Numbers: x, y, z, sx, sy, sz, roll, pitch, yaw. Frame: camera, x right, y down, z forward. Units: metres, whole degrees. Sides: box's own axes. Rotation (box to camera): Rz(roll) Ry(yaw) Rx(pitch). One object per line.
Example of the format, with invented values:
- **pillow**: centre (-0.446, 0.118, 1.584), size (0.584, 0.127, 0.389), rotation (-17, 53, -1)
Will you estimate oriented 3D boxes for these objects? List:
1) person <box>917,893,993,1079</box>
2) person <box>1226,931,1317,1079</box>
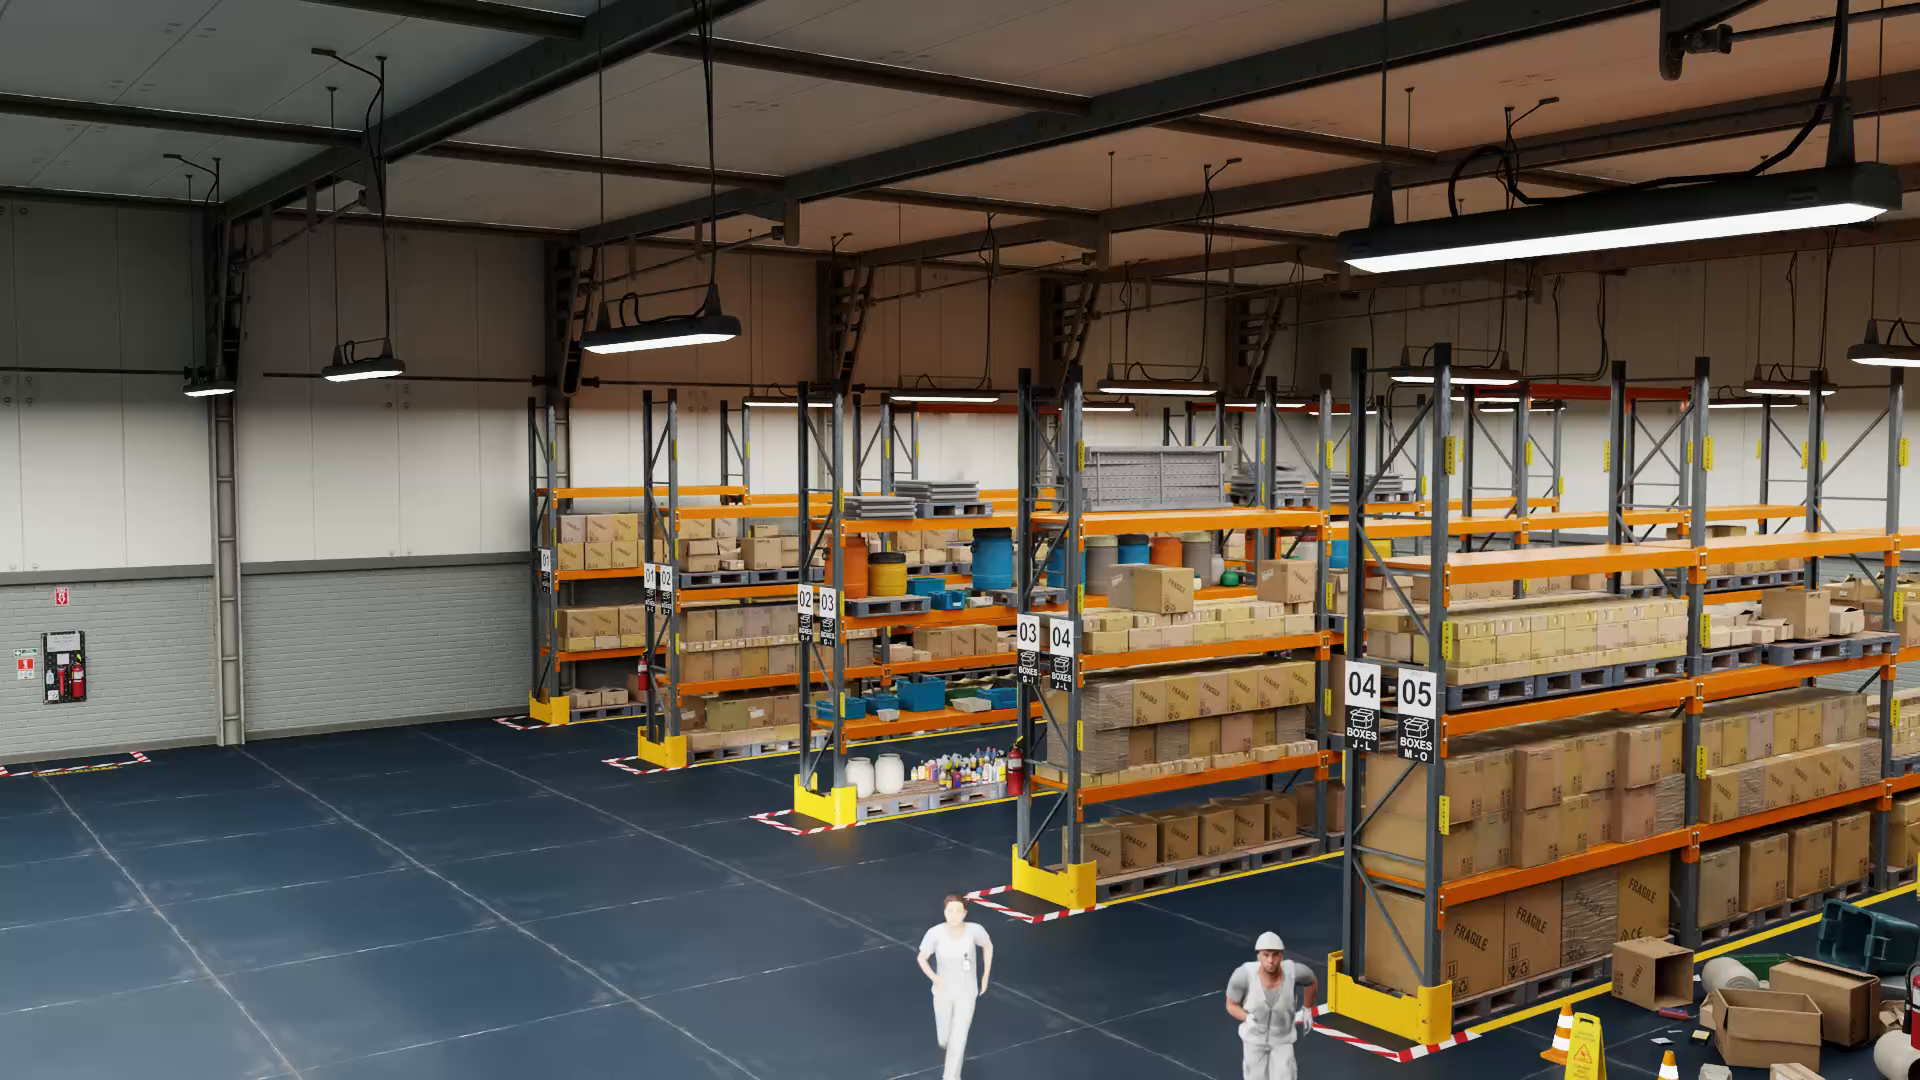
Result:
- **person**: centre (-0.038, 3.564, 13.032), size (0.587, 1.664, 0.986), rotation (0, 3, 3)
- **person**: centre (2.218, 3.610, 11.851), size (0.639, 1.717, 0.689), rotation (1, 3, 11)
